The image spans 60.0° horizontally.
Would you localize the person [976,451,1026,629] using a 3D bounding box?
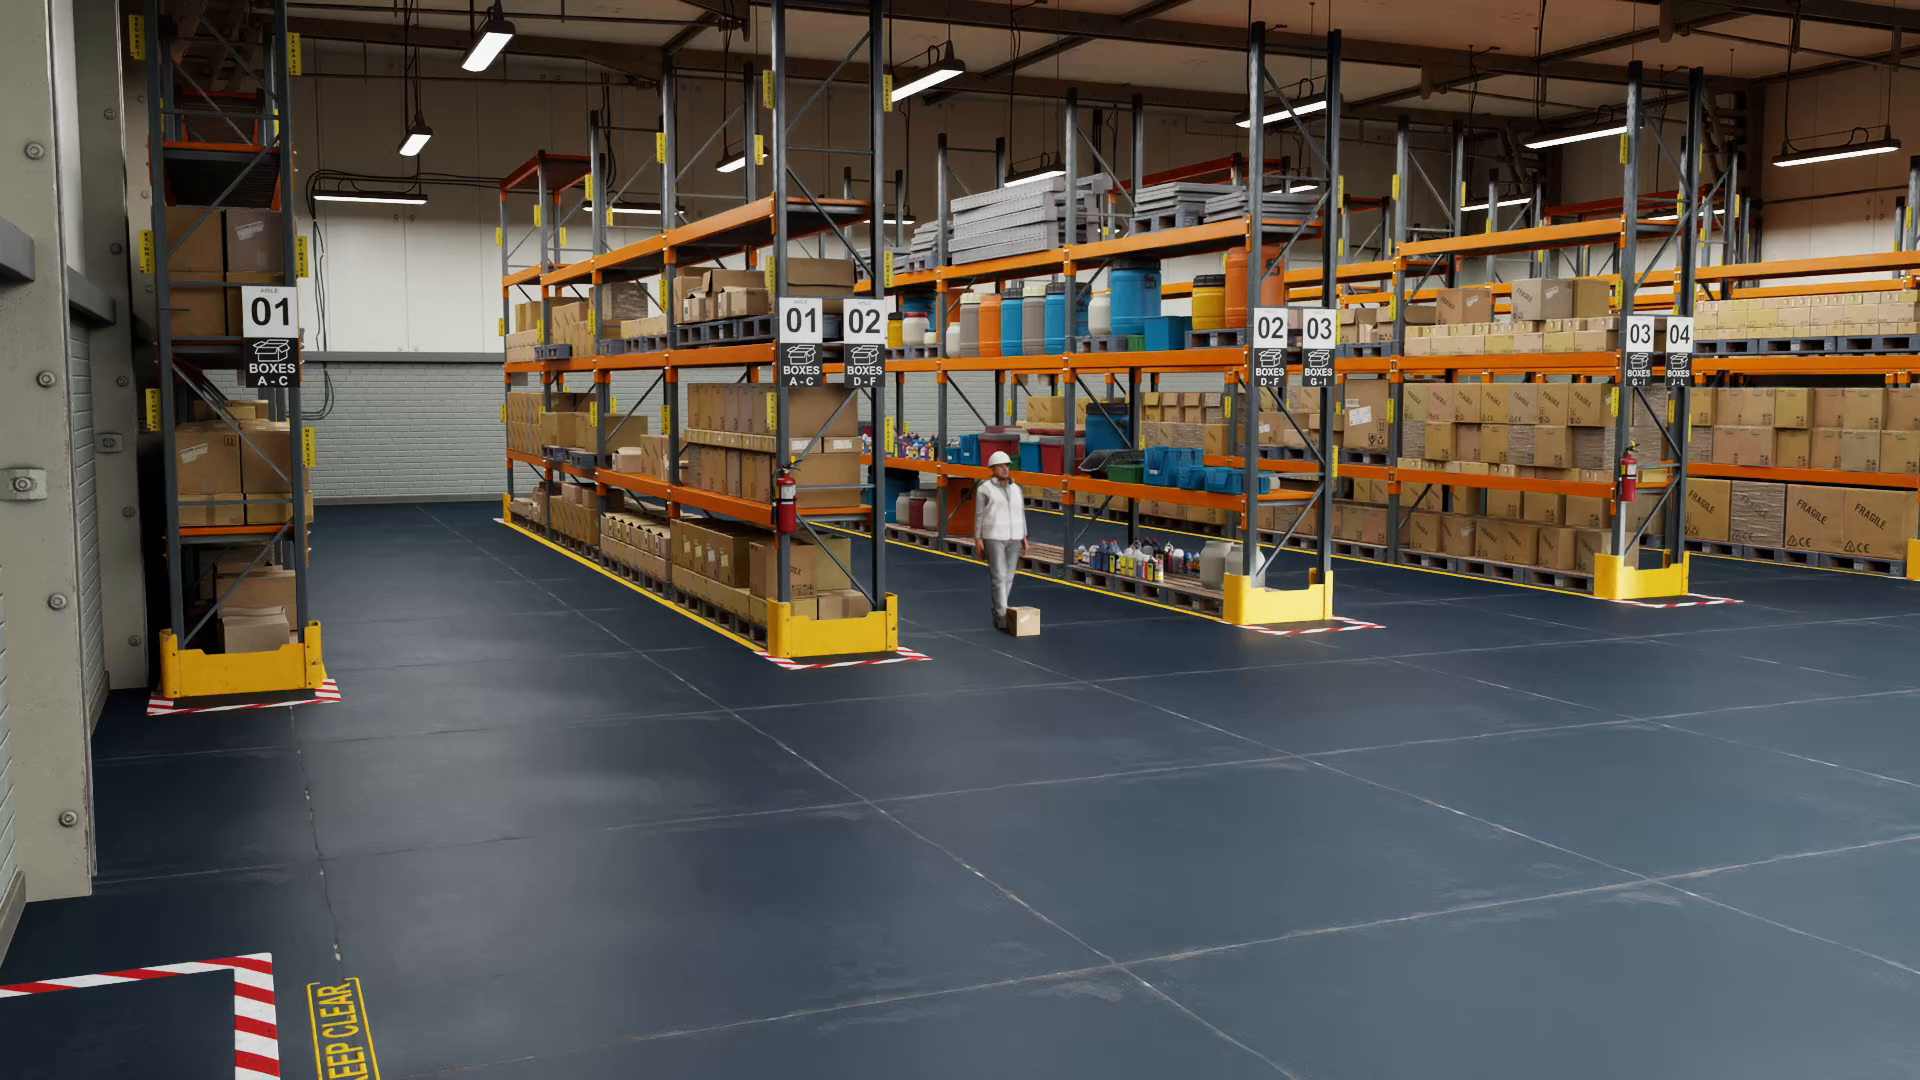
[{"bbox_3d":[0.437,0.003,16.614,0.541,1.776,0.548,-2,6,-23],"label":"person"}]
